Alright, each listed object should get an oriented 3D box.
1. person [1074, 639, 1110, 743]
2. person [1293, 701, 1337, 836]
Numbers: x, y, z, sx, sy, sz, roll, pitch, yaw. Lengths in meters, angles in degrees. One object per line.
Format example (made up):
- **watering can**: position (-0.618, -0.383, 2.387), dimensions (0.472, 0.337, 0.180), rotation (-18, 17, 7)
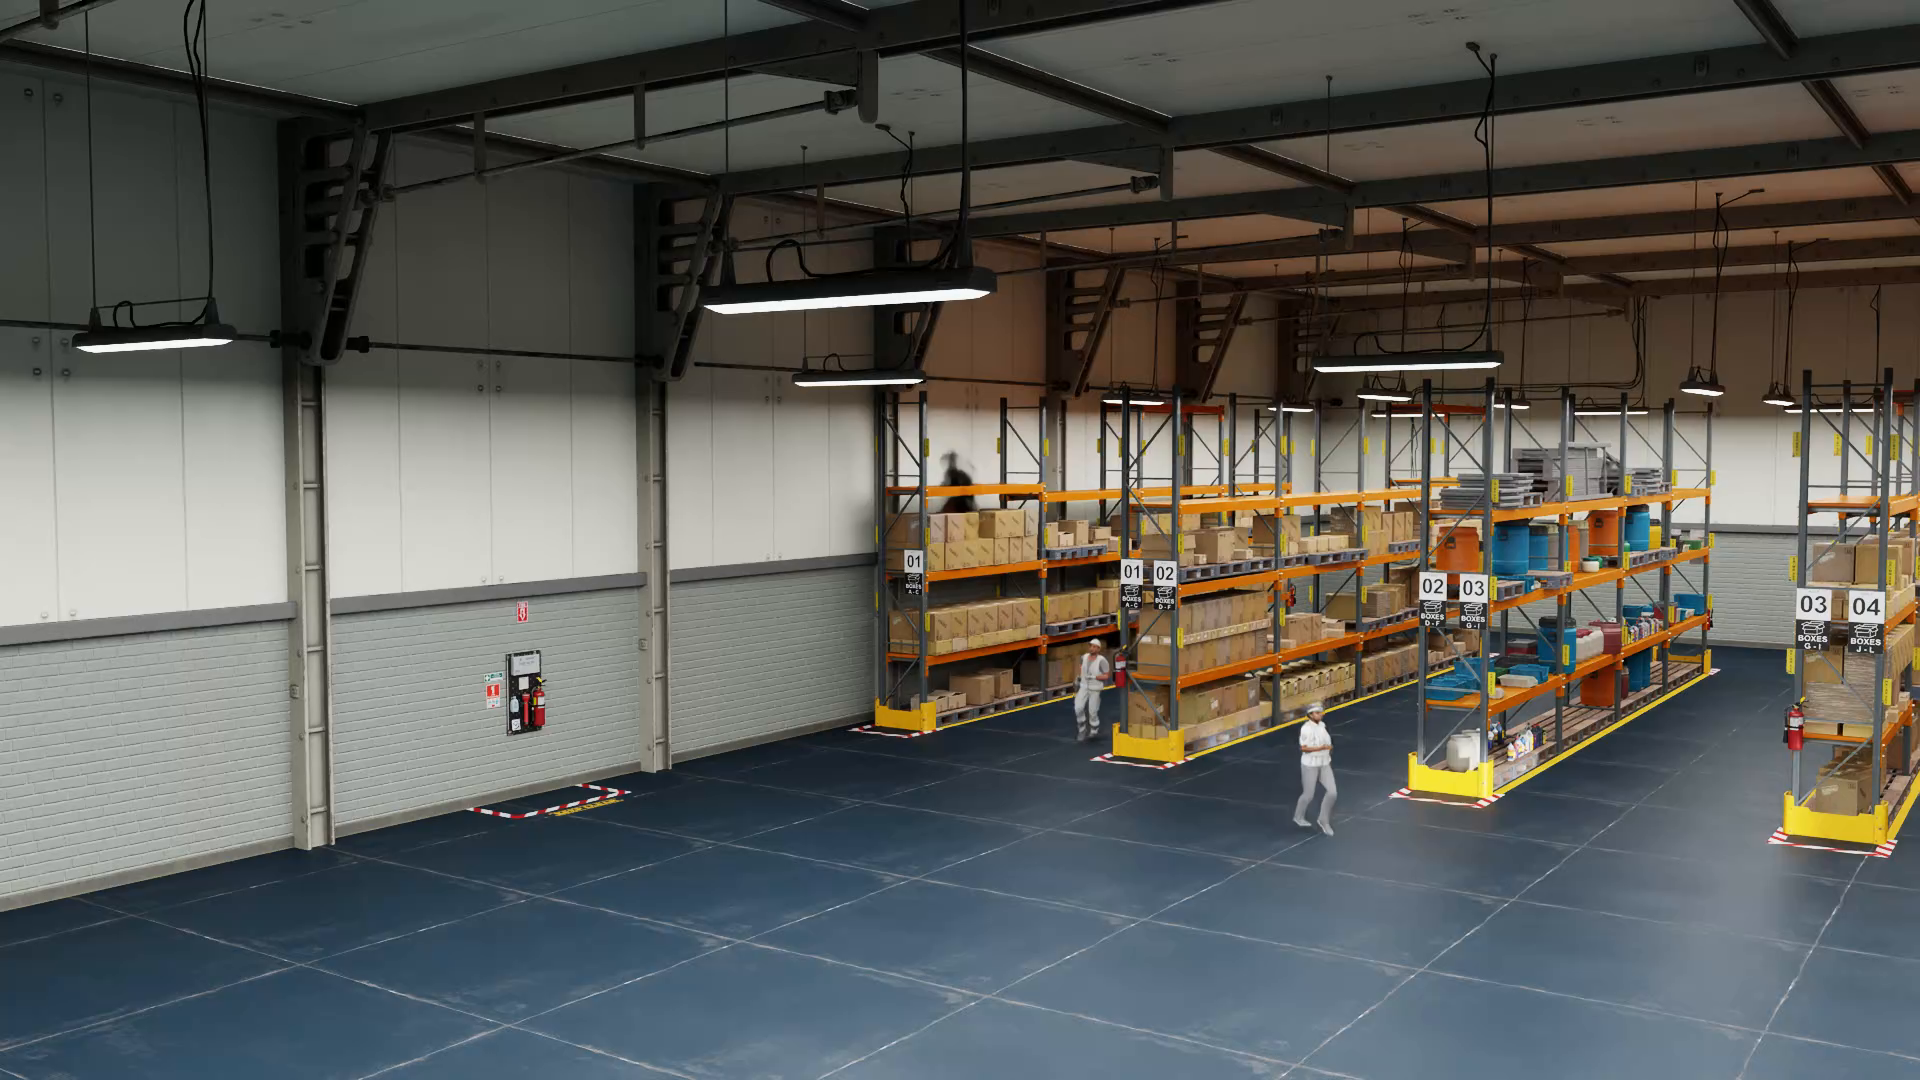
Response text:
- **person**: position (2.238, 2.557, 28.263), dimensions (0.646, 1.778, 0.702), rotation (2, 4, 26)
- **person**: position (4.630, 2.962, 21.594), dimensions (0.555, 1.755, 0.702), rotation (-2, 4, -29)
